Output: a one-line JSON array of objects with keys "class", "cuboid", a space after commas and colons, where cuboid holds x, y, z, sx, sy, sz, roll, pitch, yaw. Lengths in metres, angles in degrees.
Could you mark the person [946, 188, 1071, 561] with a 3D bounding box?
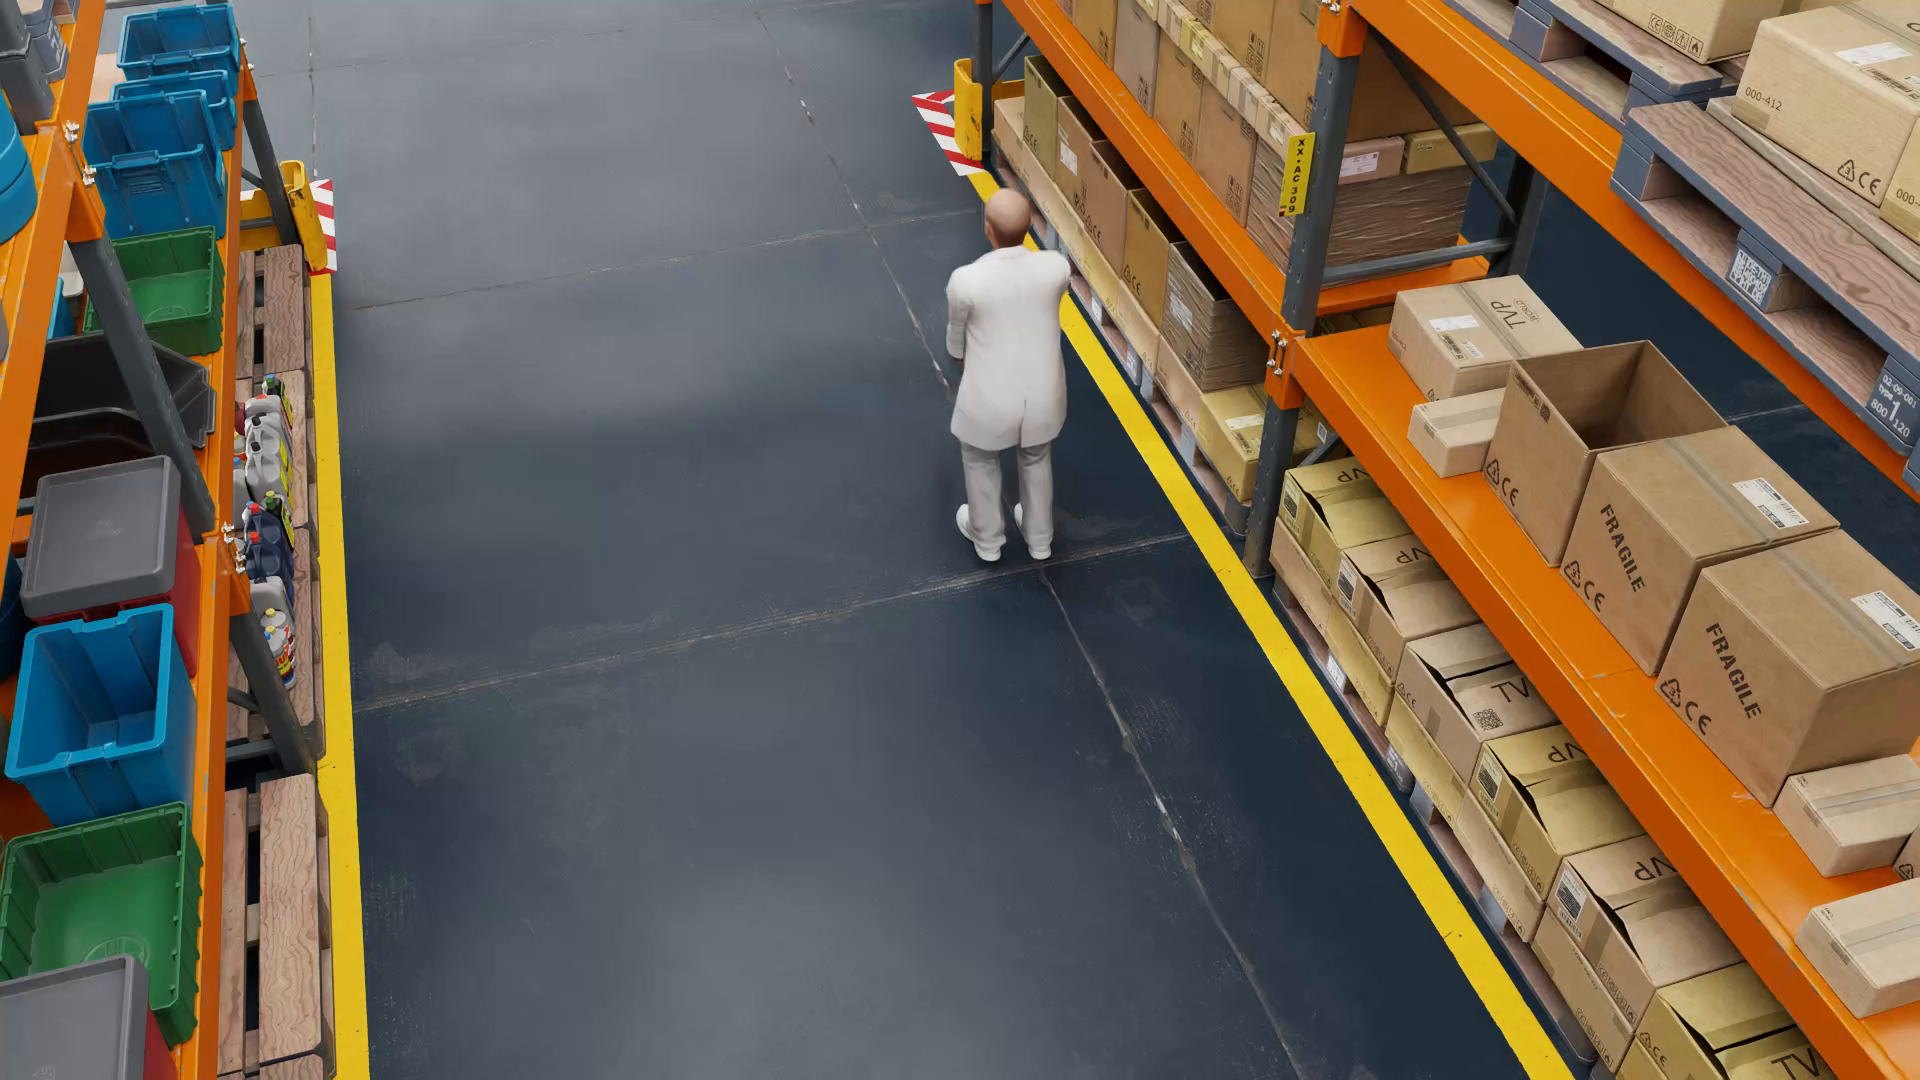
[{"class": "person", "cuboid": [0.177, -0.699, 6.974, 0.528, 1.761, 0.568, -12, 43, -13]}]
